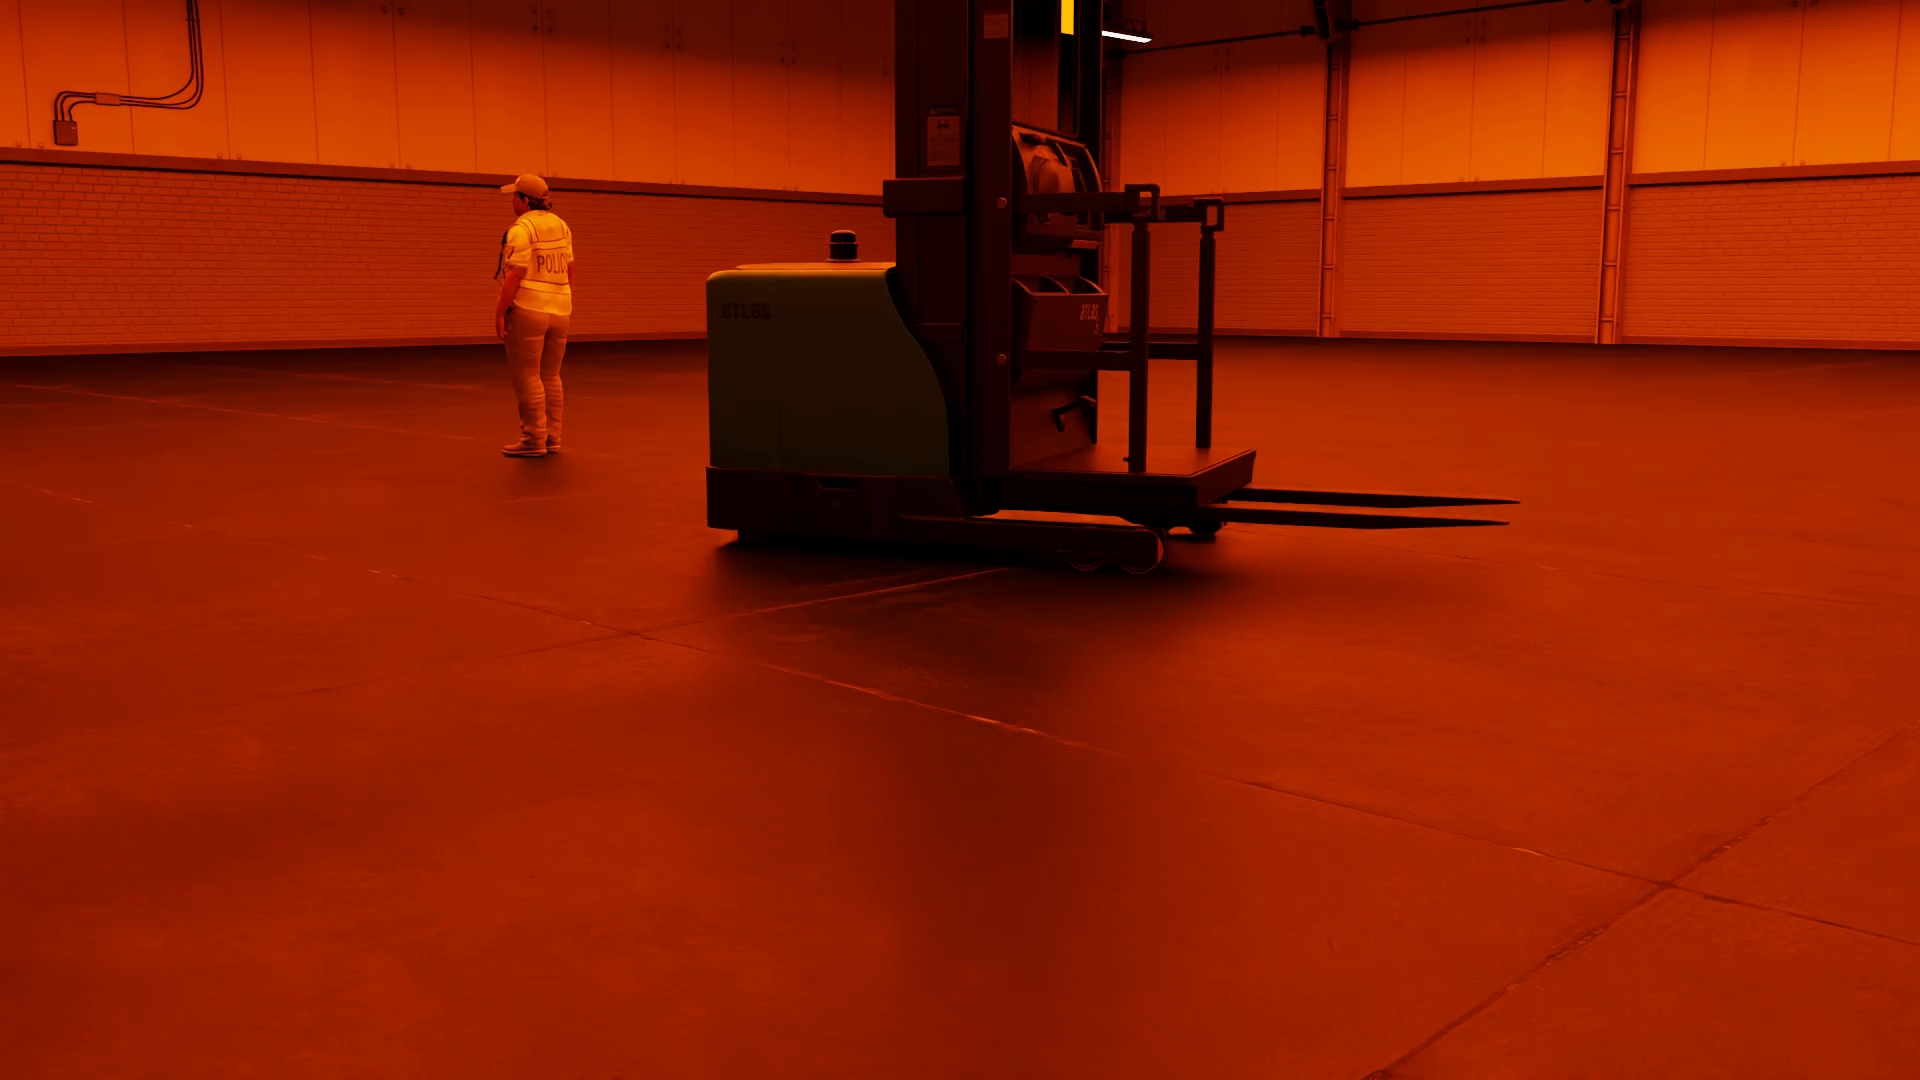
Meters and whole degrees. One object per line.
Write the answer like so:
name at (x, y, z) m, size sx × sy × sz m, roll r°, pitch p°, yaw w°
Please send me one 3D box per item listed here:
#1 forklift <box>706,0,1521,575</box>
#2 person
forklift at (0.565, -1.416, 6.275) m, size 3.031 × 2.935 × 1.130 m, roll 3°, pitch 9°, yaw 22°
person at (-2.610, -1.348, 10.026) m, size 0.529 × 1.670 × 0.598 m, roll 4°, pitch 10°, yaw 28°
